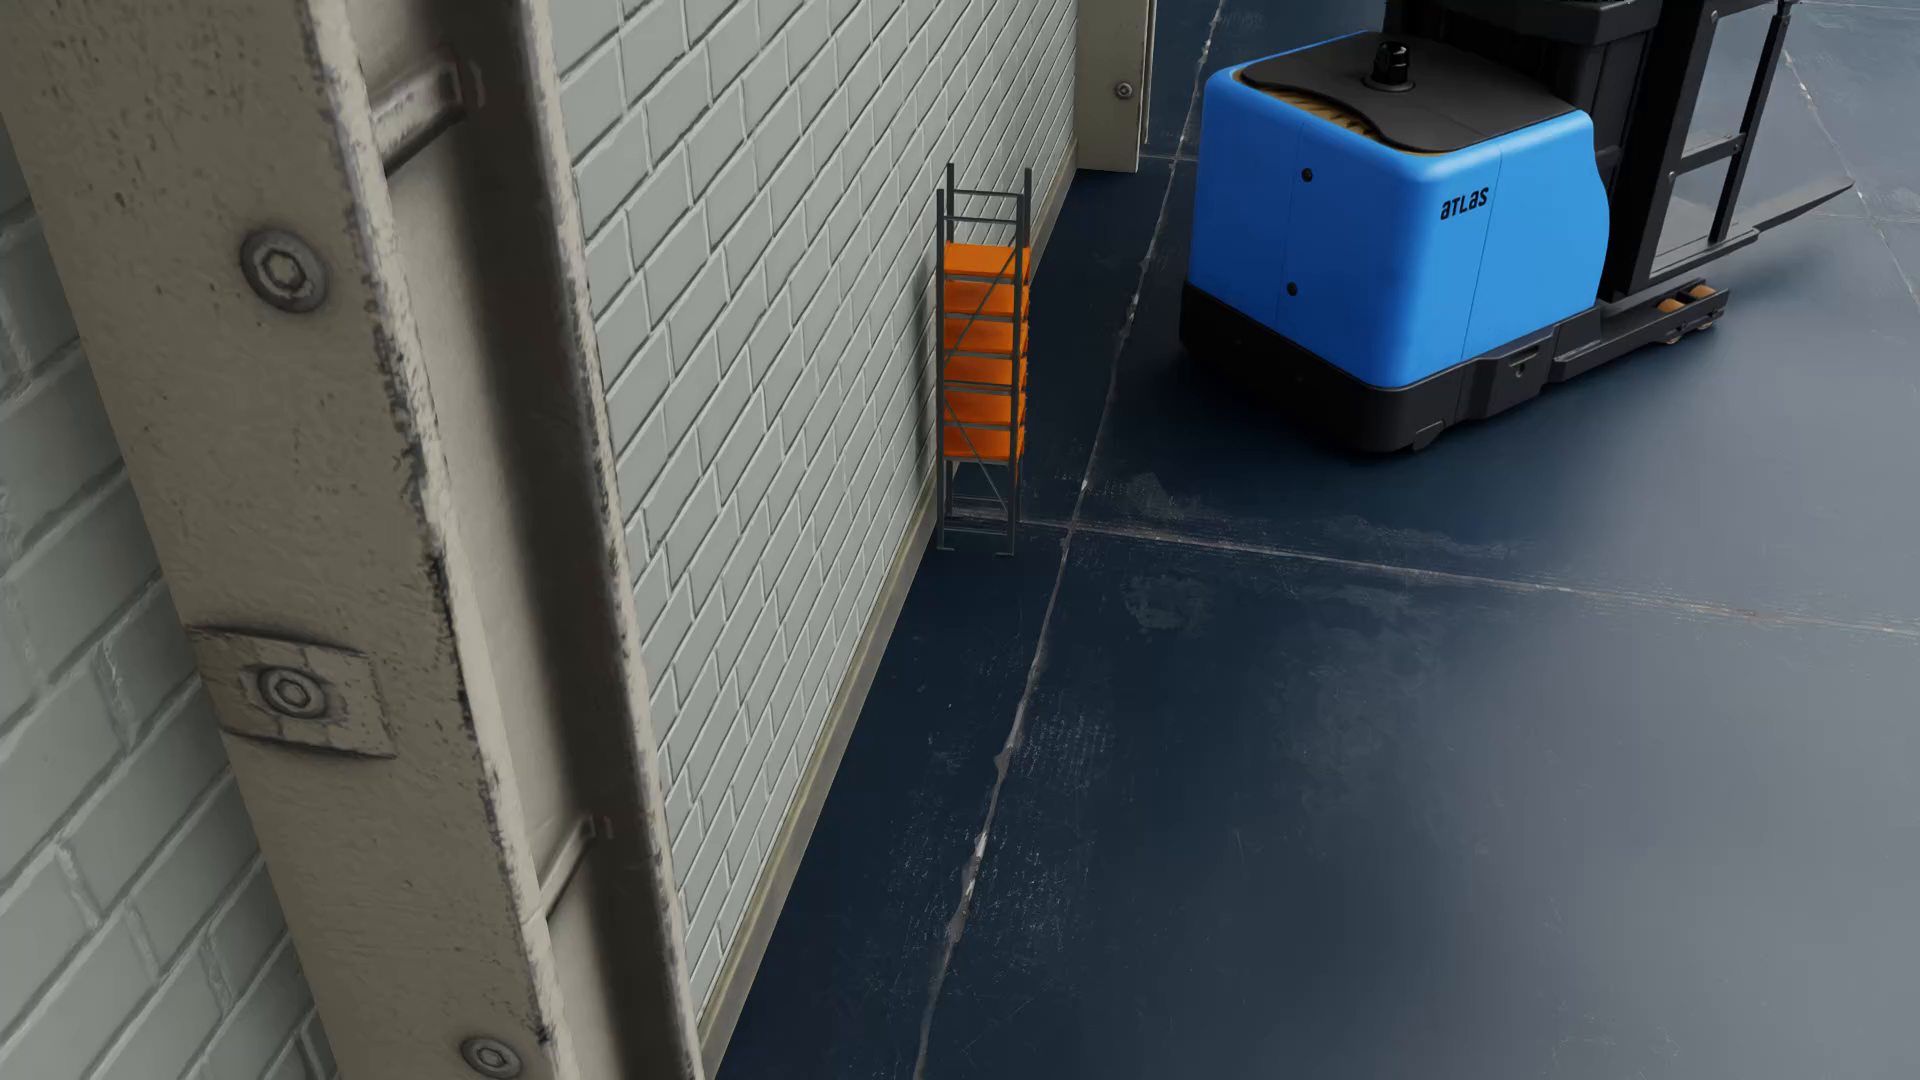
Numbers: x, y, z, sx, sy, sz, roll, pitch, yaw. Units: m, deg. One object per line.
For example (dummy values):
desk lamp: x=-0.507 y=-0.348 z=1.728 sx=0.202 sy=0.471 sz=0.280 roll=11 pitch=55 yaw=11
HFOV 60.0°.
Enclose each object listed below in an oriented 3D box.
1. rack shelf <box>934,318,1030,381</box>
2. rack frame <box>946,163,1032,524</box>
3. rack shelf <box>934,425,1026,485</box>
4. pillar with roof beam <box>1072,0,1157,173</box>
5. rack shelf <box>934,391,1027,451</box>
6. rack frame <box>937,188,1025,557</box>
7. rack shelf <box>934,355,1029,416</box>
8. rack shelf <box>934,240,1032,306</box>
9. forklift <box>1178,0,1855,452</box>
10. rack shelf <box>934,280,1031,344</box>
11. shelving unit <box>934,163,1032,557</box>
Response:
rack shelf: x=0.065 y=-0.565 z=4.875 sx=0.258 sy=0.103 sz=0.180 roll=5 pitch=35 yaw=7
rack frame: x=0.078 y=-0.556 z=4.993 sx=0.240 sy=1.200 sz=0.006 roll=5 pitch=35 yaw=7
rack shelf: x=0.063 y=-0.271 z=5.082 sx=0.258 sy=0.103 sz=0.180 roll=5 pitch=35 yaw=7
pillar with roof beam: x=4.897 y=-4.903 z=4.346 sx=9.100 sy=9.000 sz=0.400 roll=7 pitch=37 yaw=10
rack shelf: x=0.064 y=-0.369 z=5.013 sx=0.258 sy=0.103 sz=0.180 roll=5 pitch=35 yaw=7
rack frame: x=0.051 y=-0.452 z=4.845 sx=0.240 sy=1.200 sz=0.006 roll=5 pitch=35 yaw=7
rack shelf: x=0.064 y=-0.467 z=4.944 sx=0.258 sy=0.103 sz=0.180 roll=5 pitch=35 yaw=7
rack shelf: x=0.067 y=-0.762 z=4.738 sx=0.258 sy=0.103 sz=0.180 roll=5 pitch=35 yaw=7
forklift: x=2.309 y=-2.157 z=5.728 sx=3.031 sy=2.935 sz=1.130 roll=-22 pitch=42 yaw=-28
rack shelf: x=0.066 y=-0.664 z=4.806 sx=0.258 sy=0.103 sz=0.180 roll=5 pitch=35 yaw=7
shelving unit: x=0.065 y=-0.504 z=4.919 sx=0.258 sy=1.200 sz=0.189 roll=5 pitch=35 yaw=7
